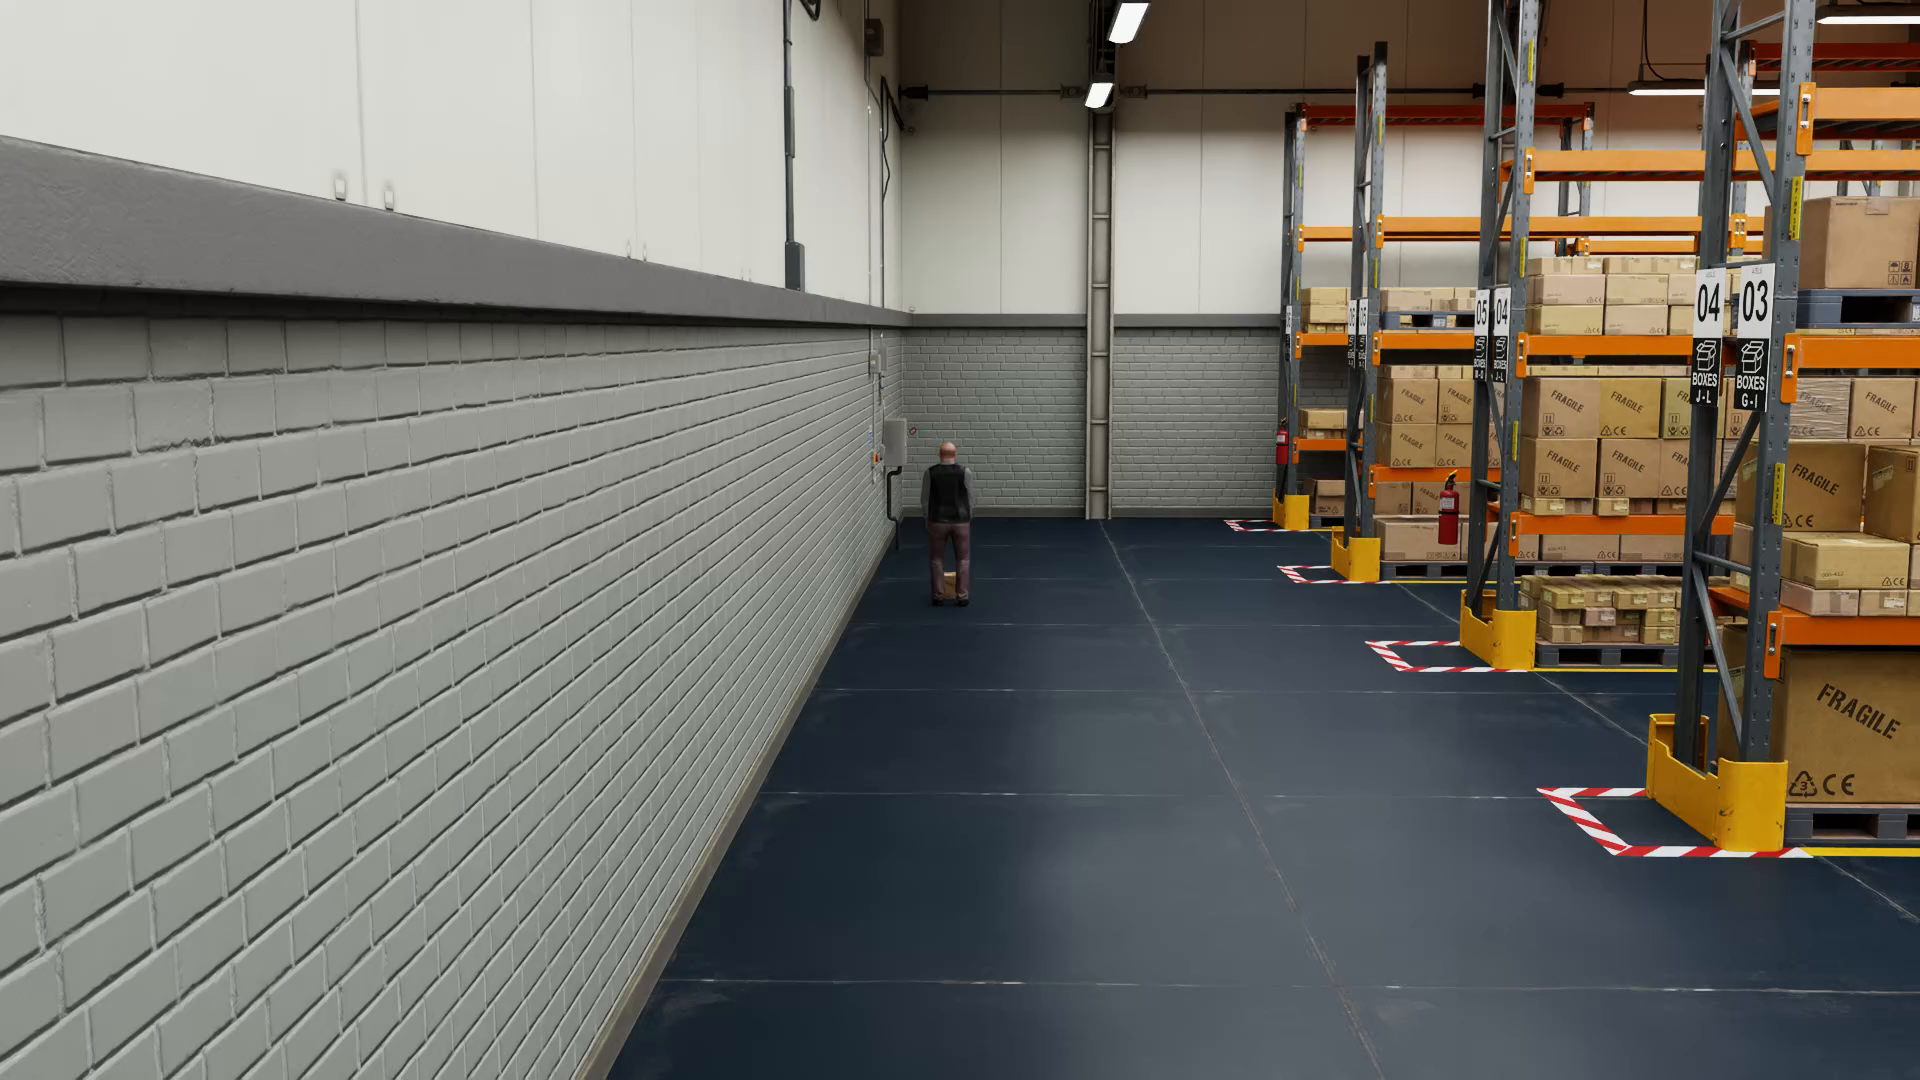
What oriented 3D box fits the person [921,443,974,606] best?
[{"bbox_3d":[-0.134,-0.159,17.285,0.549,1.692,0.390,0,7,3],"label":"person"}]
